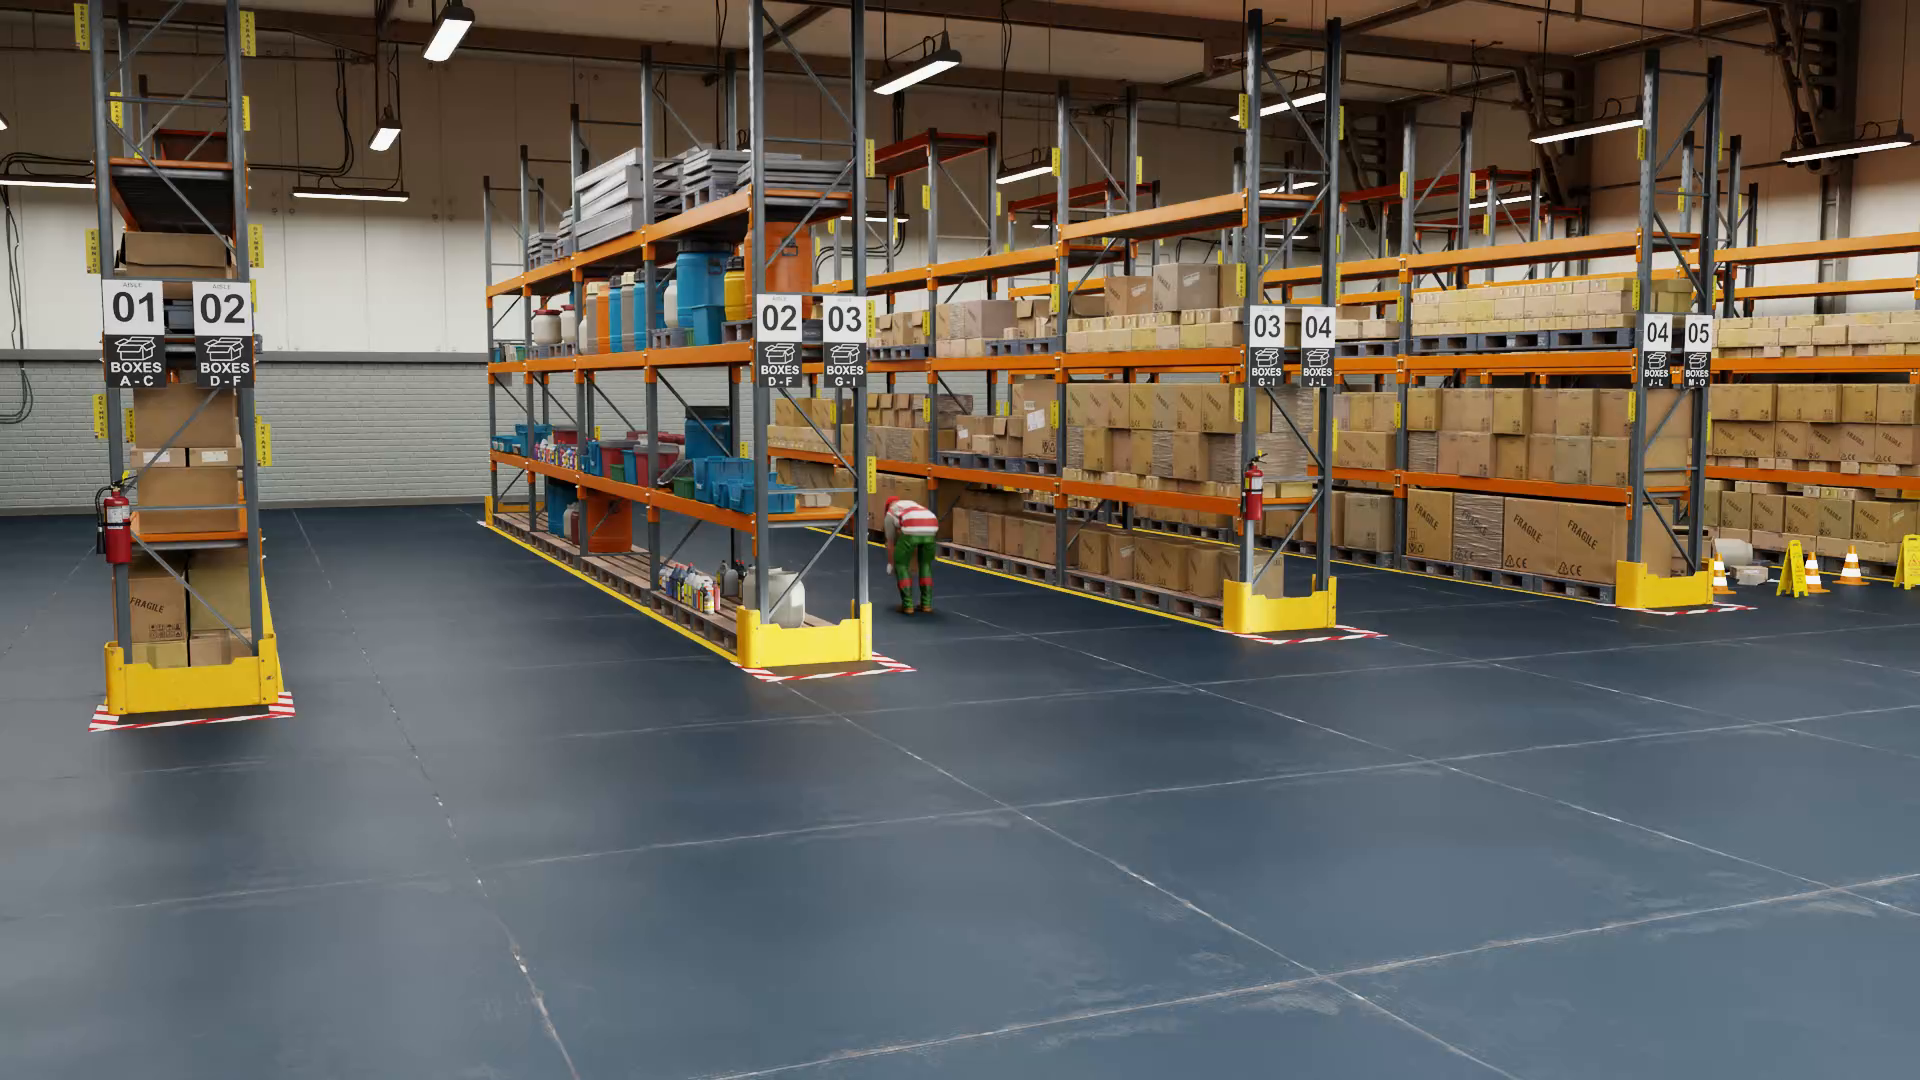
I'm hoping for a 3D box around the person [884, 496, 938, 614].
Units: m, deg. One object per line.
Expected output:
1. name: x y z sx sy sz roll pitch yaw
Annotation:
1. person: -0.572 0.146 18.059 0.489 1.218 0.949 -3 6 -26
